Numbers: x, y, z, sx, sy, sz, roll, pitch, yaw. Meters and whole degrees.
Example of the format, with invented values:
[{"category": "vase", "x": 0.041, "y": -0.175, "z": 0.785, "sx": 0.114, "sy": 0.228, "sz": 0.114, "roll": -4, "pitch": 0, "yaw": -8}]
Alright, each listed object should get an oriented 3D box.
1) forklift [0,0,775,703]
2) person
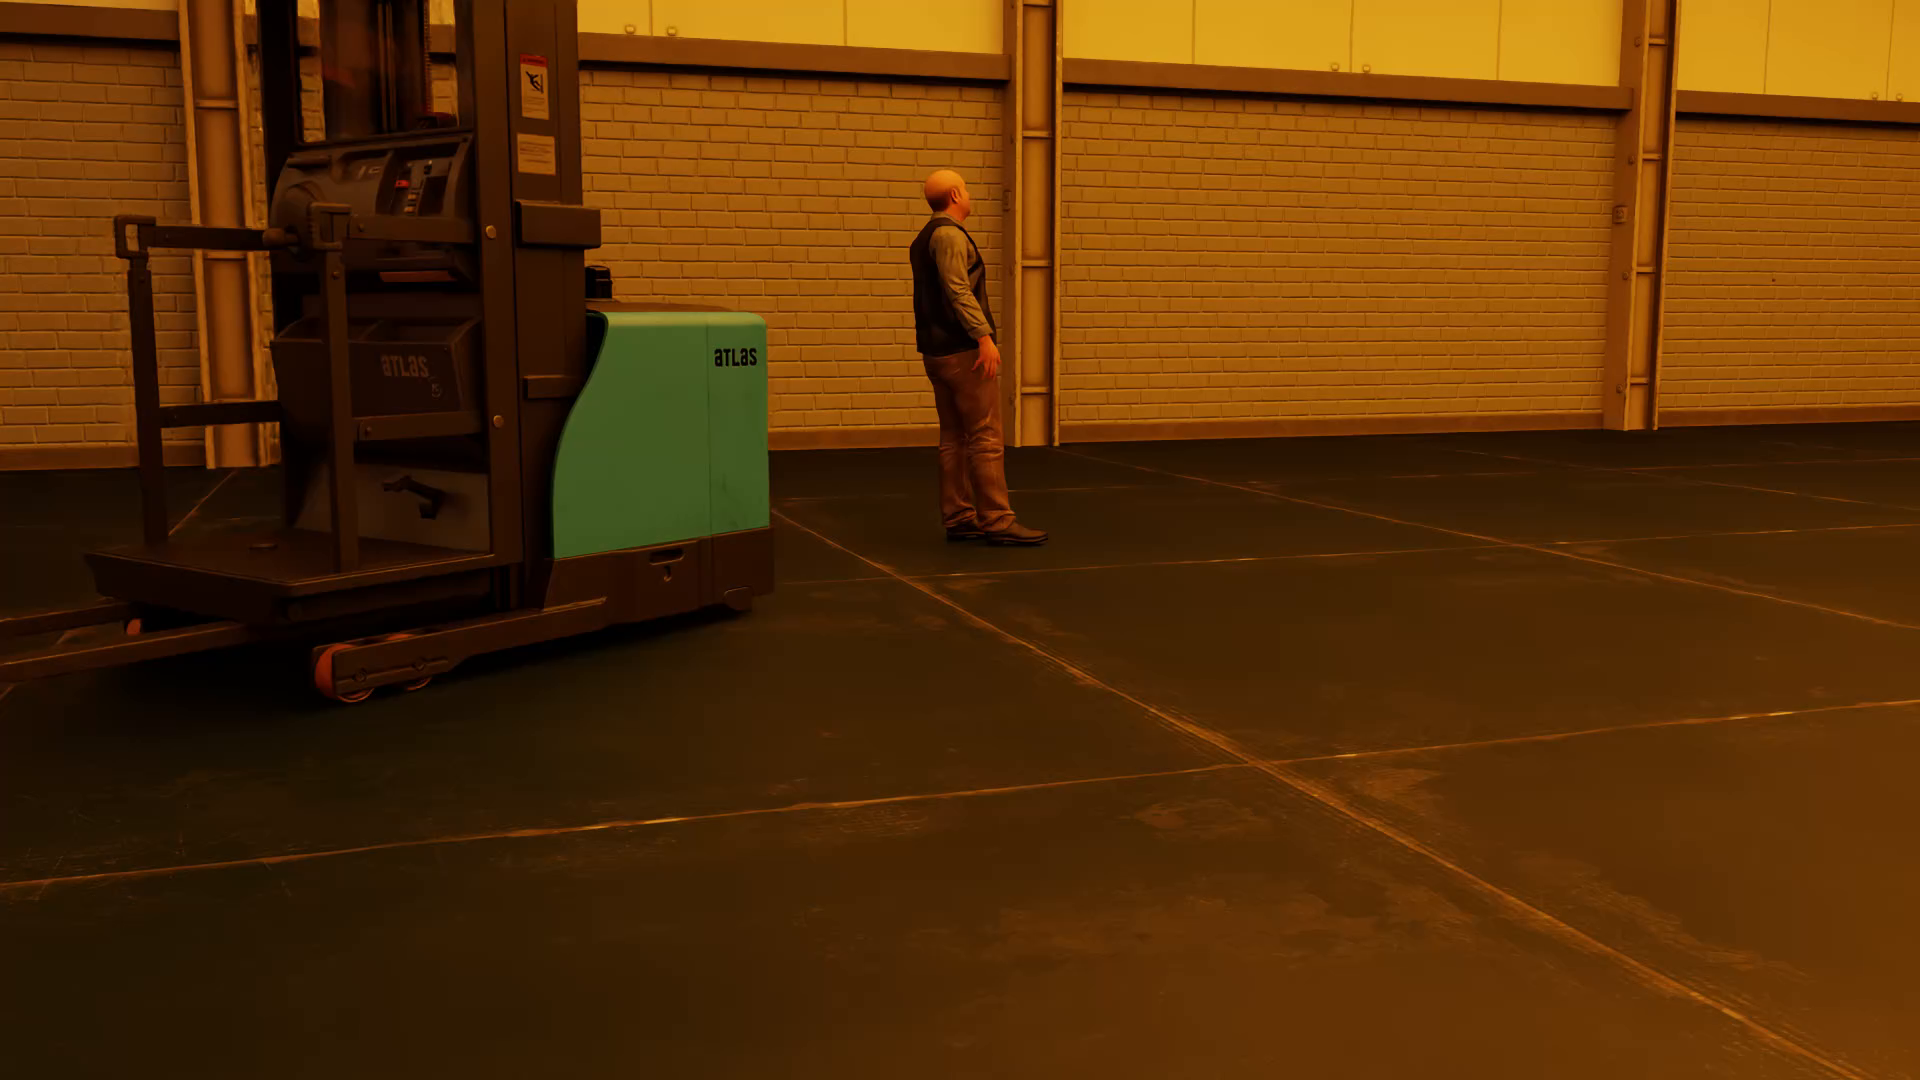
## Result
[{"category": "forklift", "x": -1.940, "y": -1.074, "z": 4.944, "sx": 1.130, "sy": 2.935, "sz": 3.031, "roll": 6, "pitch": 10, "yaw": 35}, {"category": "person", "x": 0.061, "y": -0.862, "z": 7.819, "sx": 0.568, "sy": 1.720, "sz": 0.632, "roll": -3, "pitch": 8, "yaw": -18}]
